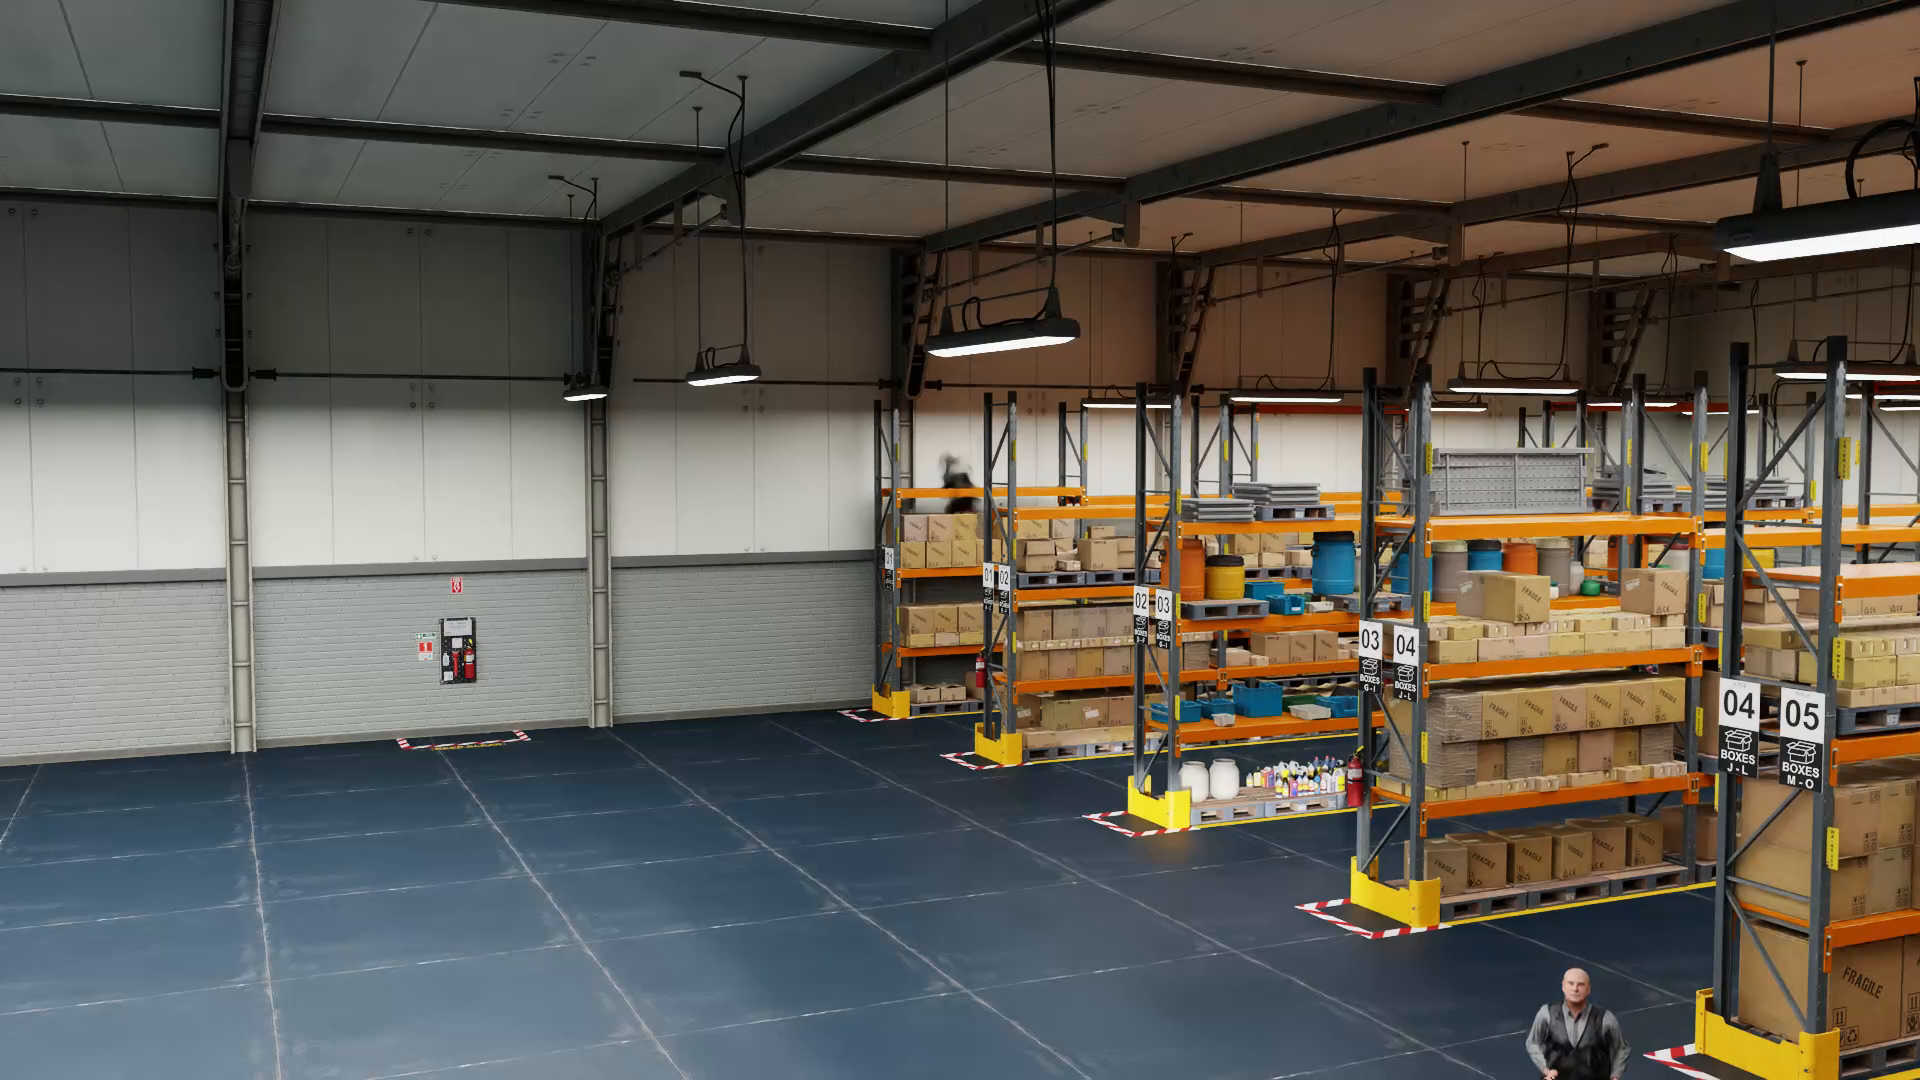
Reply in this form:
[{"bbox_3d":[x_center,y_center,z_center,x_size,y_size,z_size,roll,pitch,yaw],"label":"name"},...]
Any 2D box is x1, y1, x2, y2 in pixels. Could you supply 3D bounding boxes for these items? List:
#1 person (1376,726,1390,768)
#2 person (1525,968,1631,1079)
[{"bbox_3d":[6.965,2.737,26.377,0.968,1.747,0.710,-1,4,-23],"label":"person"},{"bbox_3d":[4.093,3.688,11.054,0.659,1.678,0.579,2,4,25],"label":"person"}]
